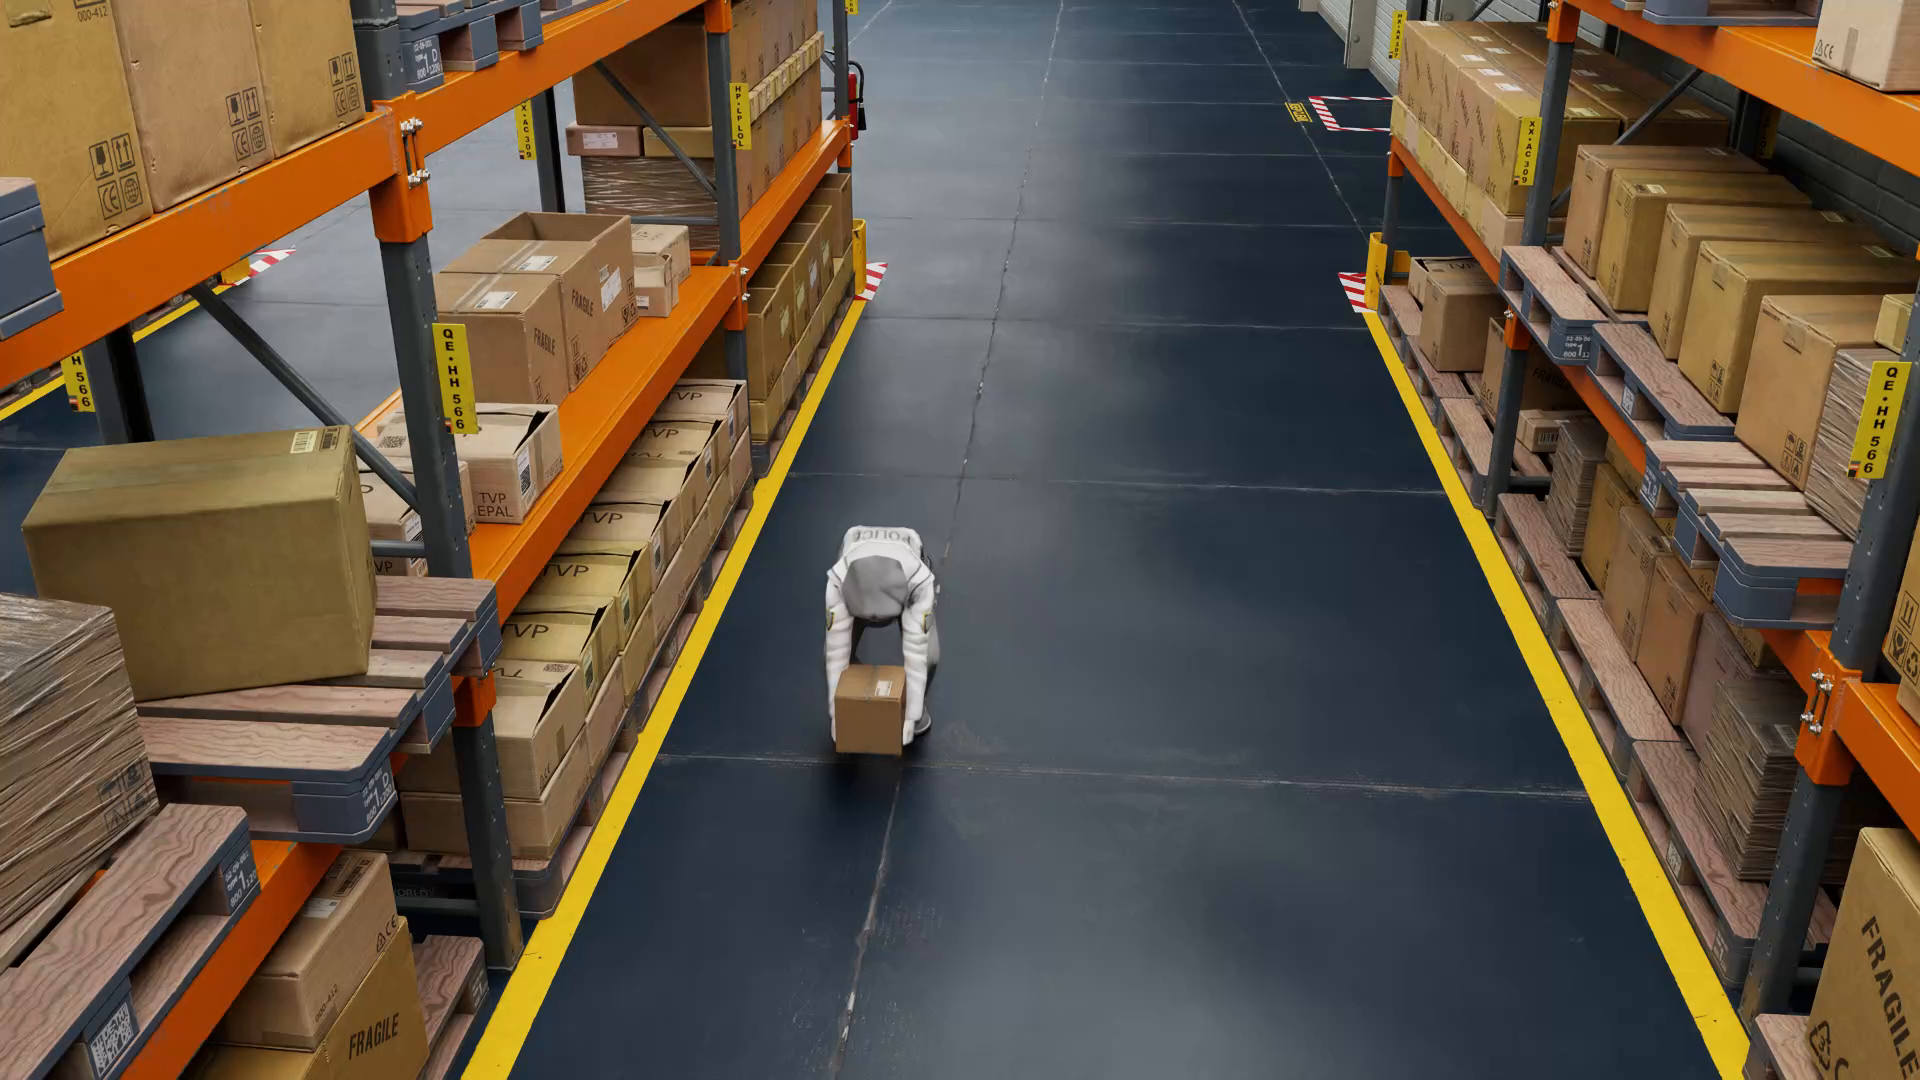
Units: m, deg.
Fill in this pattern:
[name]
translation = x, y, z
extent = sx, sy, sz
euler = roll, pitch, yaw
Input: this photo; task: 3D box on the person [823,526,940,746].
[person]
translation = -0.316, 0.379, 6.610
extent = 0.470, 0.977, 0.912
euler = 1, 25, 2
